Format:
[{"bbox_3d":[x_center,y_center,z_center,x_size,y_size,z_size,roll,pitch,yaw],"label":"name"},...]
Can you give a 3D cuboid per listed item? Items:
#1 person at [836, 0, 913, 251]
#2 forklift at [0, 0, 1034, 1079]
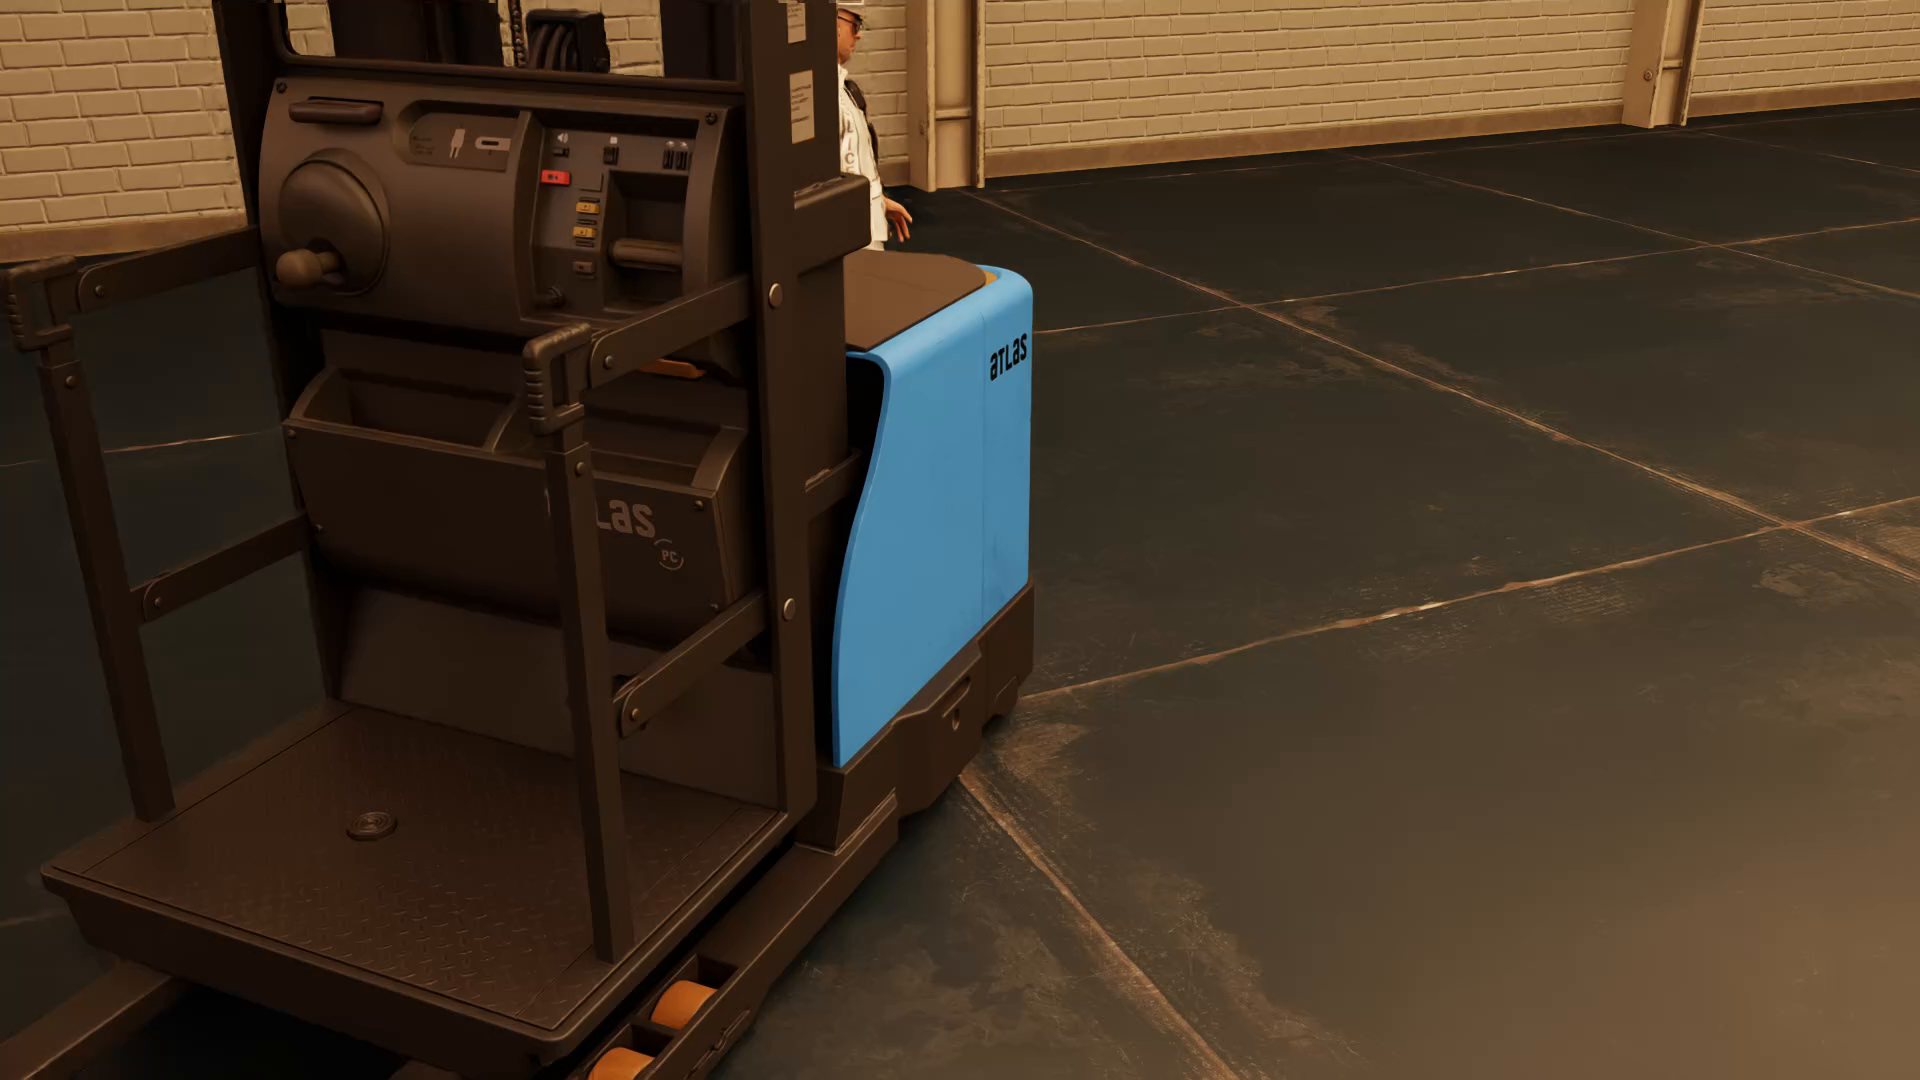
[{"bbox_3d":[-0.392,-0.977,5.379,0.638,1.640,0.961,0,23,1],"label":"person"},{"bbox_3d":[-0.884,-0.544,2.595,1.130,2.935,3.031,10,24,22],"label":"forklift"}]
